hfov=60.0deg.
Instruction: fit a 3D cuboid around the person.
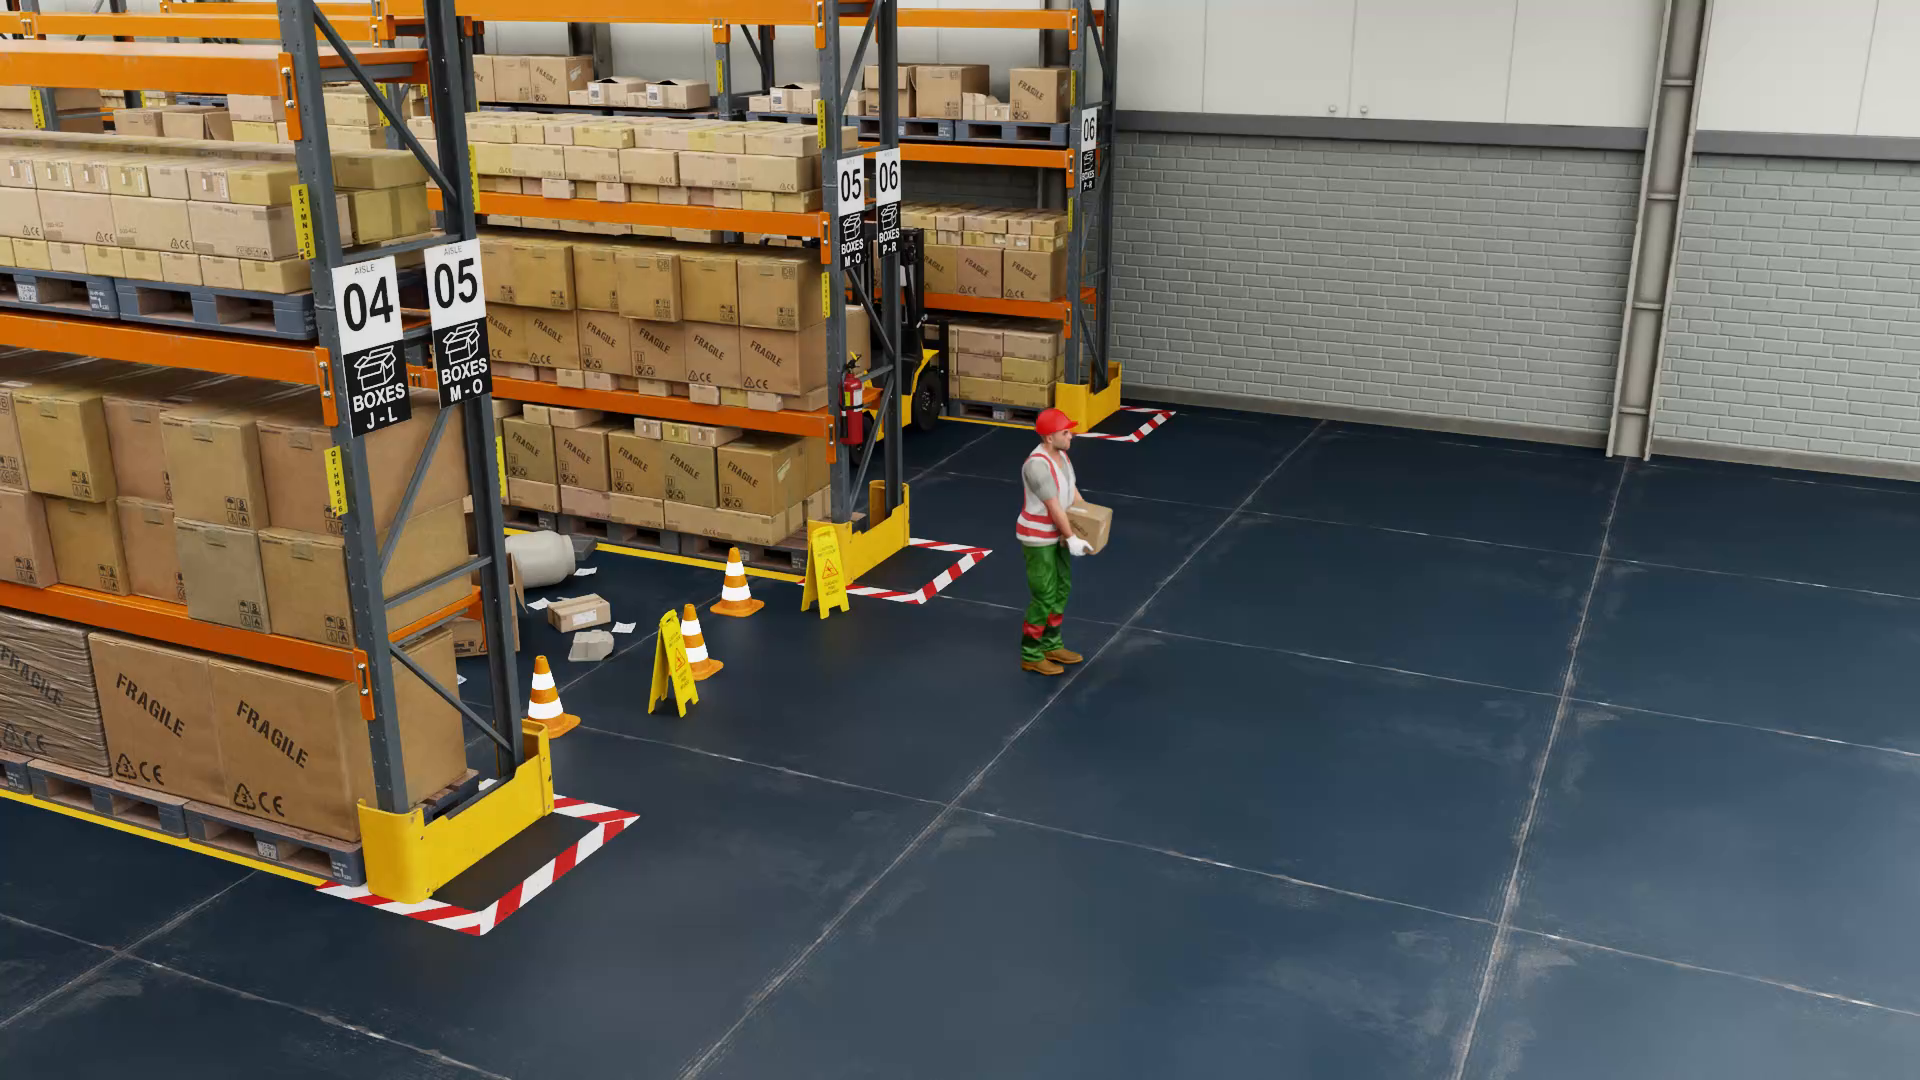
[{"bbox_3d":[0.666,0.006,11.014,0.559,1.784,0.495,8,20,22],"label":"person"}]
